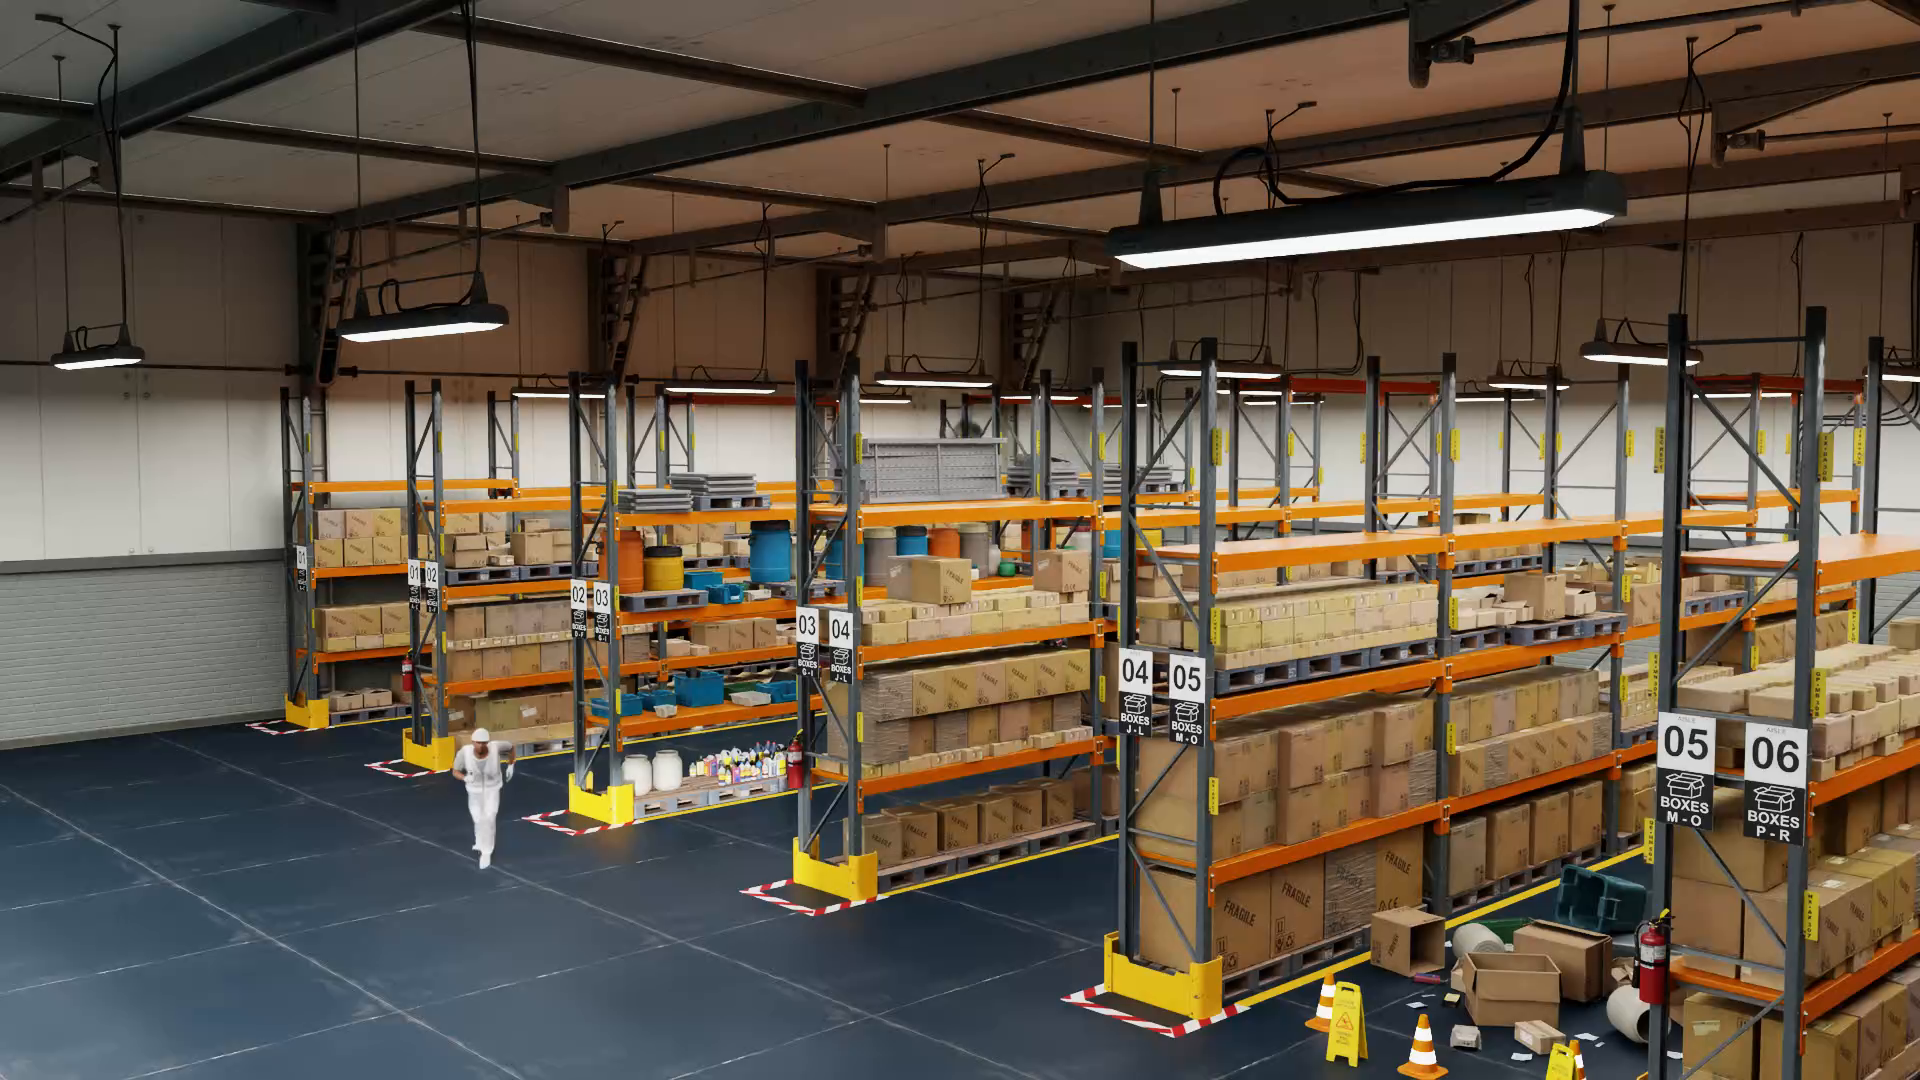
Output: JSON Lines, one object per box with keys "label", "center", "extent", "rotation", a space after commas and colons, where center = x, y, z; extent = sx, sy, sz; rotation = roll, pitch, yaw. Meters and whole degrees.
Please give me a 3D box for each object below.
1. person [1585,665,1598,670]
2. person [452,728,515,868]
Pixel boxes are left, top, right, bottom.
{"label": "person", "center": [9.183, 2.728, 24.286], "extent": [0.674, 1.828, 0.782], "rotation": [4, 5, 44]}
{"label": "person", "center": [-5.748, 3.067, 20.103], "extent": [0.728, 1.722, 1.018], "rotation": [-1, 4, -14]}
